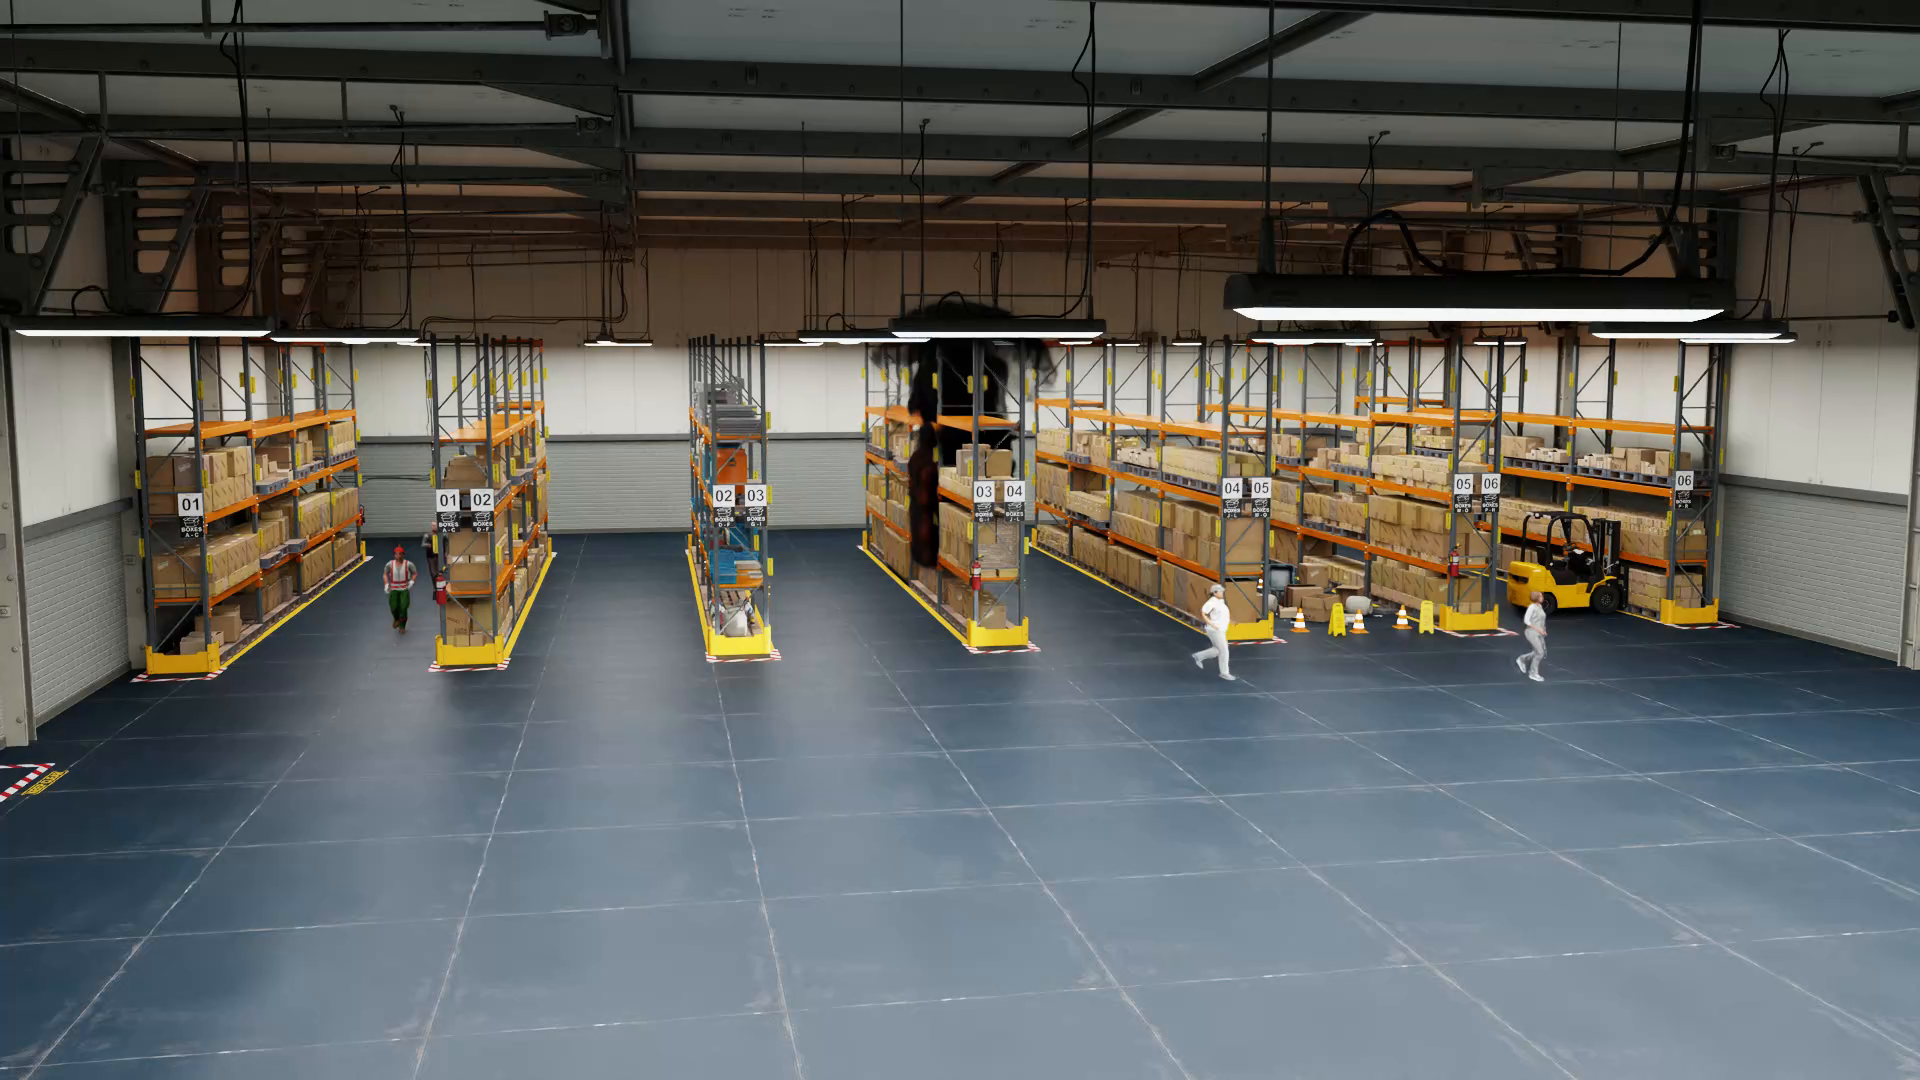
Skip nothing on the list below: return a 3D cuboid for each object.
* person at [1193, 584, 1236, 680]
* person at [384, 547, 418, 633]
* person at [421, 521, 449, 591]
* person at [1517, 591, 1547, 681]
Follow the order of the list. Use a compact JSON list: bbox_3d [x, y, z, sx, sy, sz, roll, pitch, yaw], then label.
[{"bbox_3d":[4.444,1.603,29.060,0.830,1.655,0.607,3,7,27],"label":"person"},{"bbox_3d":[-11.305,1.007,33.637,0.673,1.751,0.590,-2,7,-14],"label":"person"},{"bbox_3d":[-12.151,0.454,38.566,0.639,1.773,0.734,-1,7,-12],"label":"person"},{"bbox_3d":[9.912,1.651,28.863,0.540,1.571,0.547,5,8,39],"label":"person"}]
